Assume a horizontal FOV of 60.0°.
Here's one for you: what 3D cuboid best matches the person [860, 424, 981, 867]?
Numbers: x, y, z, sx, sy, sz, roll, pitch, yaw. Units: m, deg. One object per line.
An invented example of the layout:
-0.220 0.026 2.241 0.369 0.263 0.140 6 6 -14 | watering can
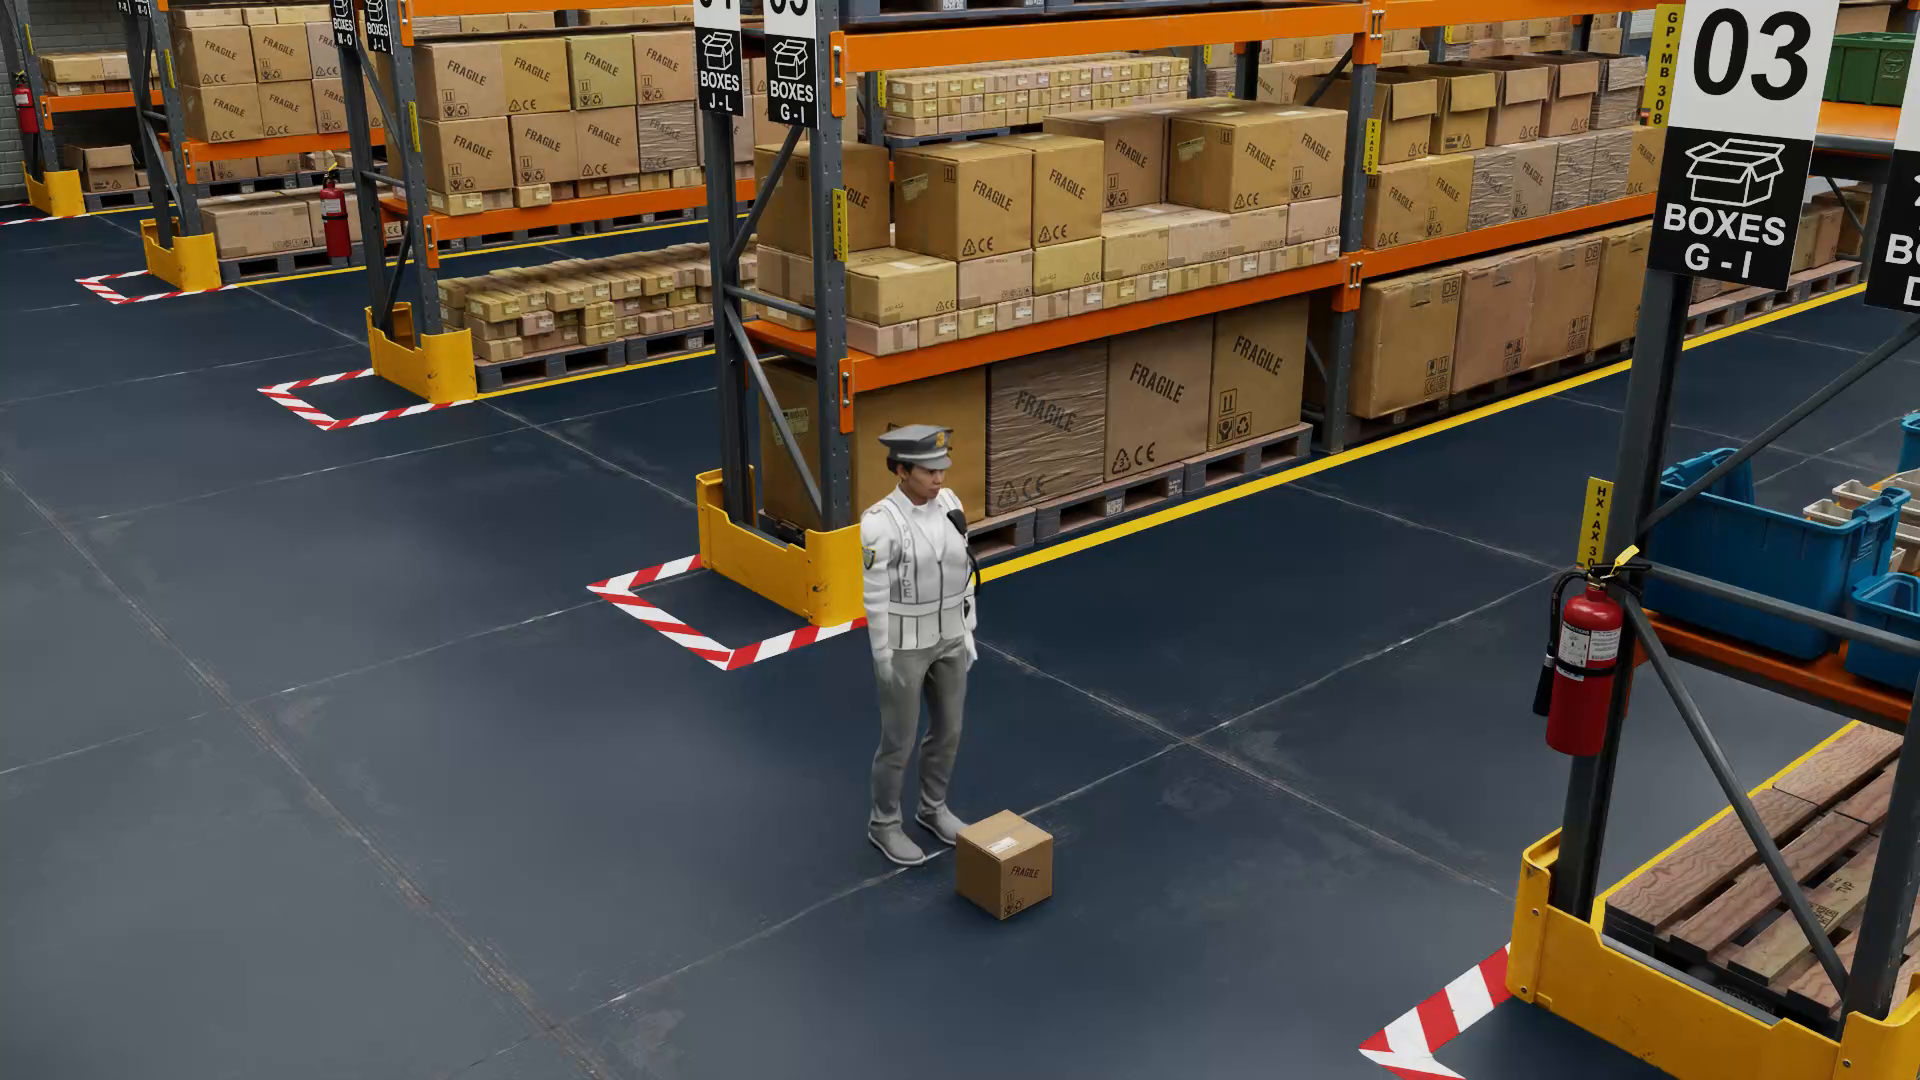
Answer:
-0.130 0.383 6.092 0.468 1.666 0.329 -16 27 -36 | person
